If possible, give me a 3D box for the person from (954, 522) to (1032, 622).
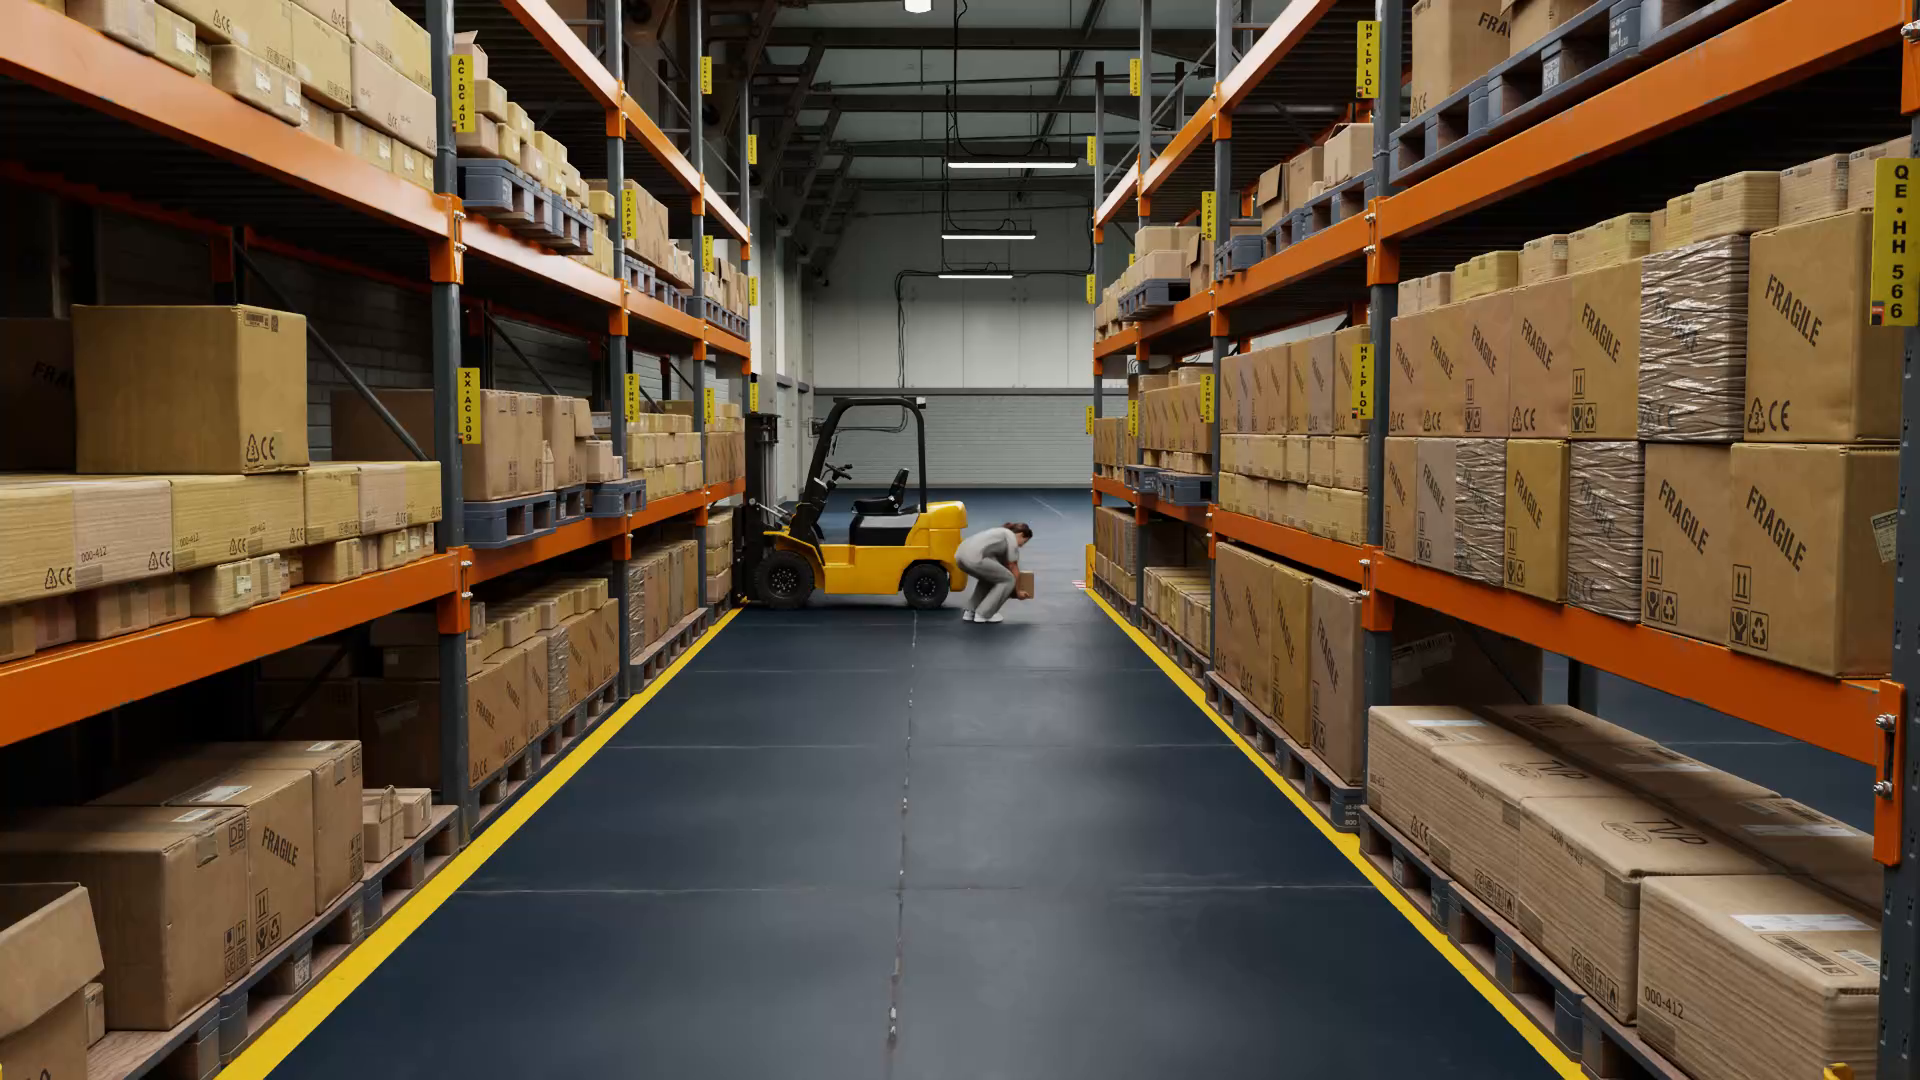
[{"bbox_3d":[0.343,0.304,15.980,0.852,0.935,0.474,-2,5,-33],"label":"person"}]
